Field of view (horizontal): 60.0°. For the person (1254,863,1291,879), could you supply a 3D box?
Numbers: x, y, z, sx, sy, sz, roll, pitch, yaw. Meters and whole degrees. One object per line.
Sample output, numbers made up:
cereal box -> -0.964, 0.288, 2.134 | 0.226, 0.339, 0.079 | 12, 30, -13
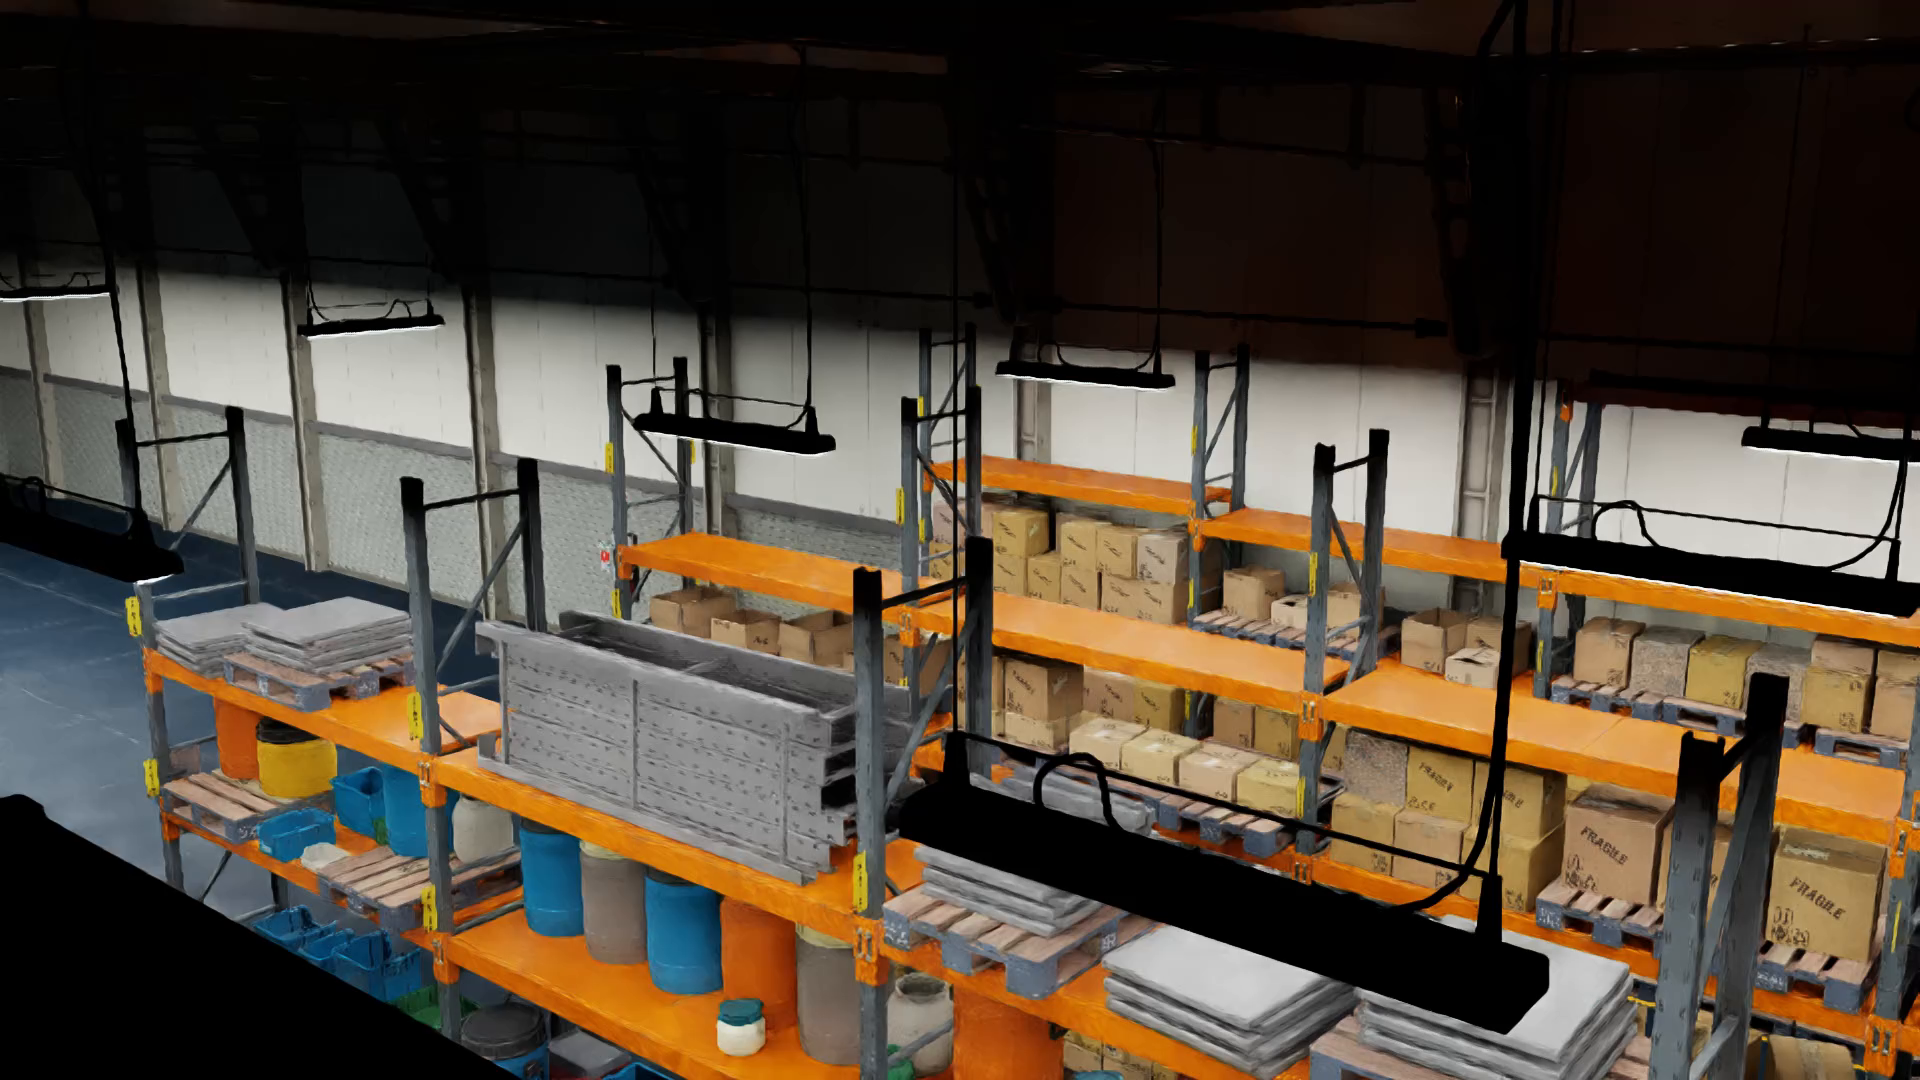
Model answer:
person -> 3.325, 3.334, 17.548 | 0.845, 1.714, 0.684 | 5, 14, 22
